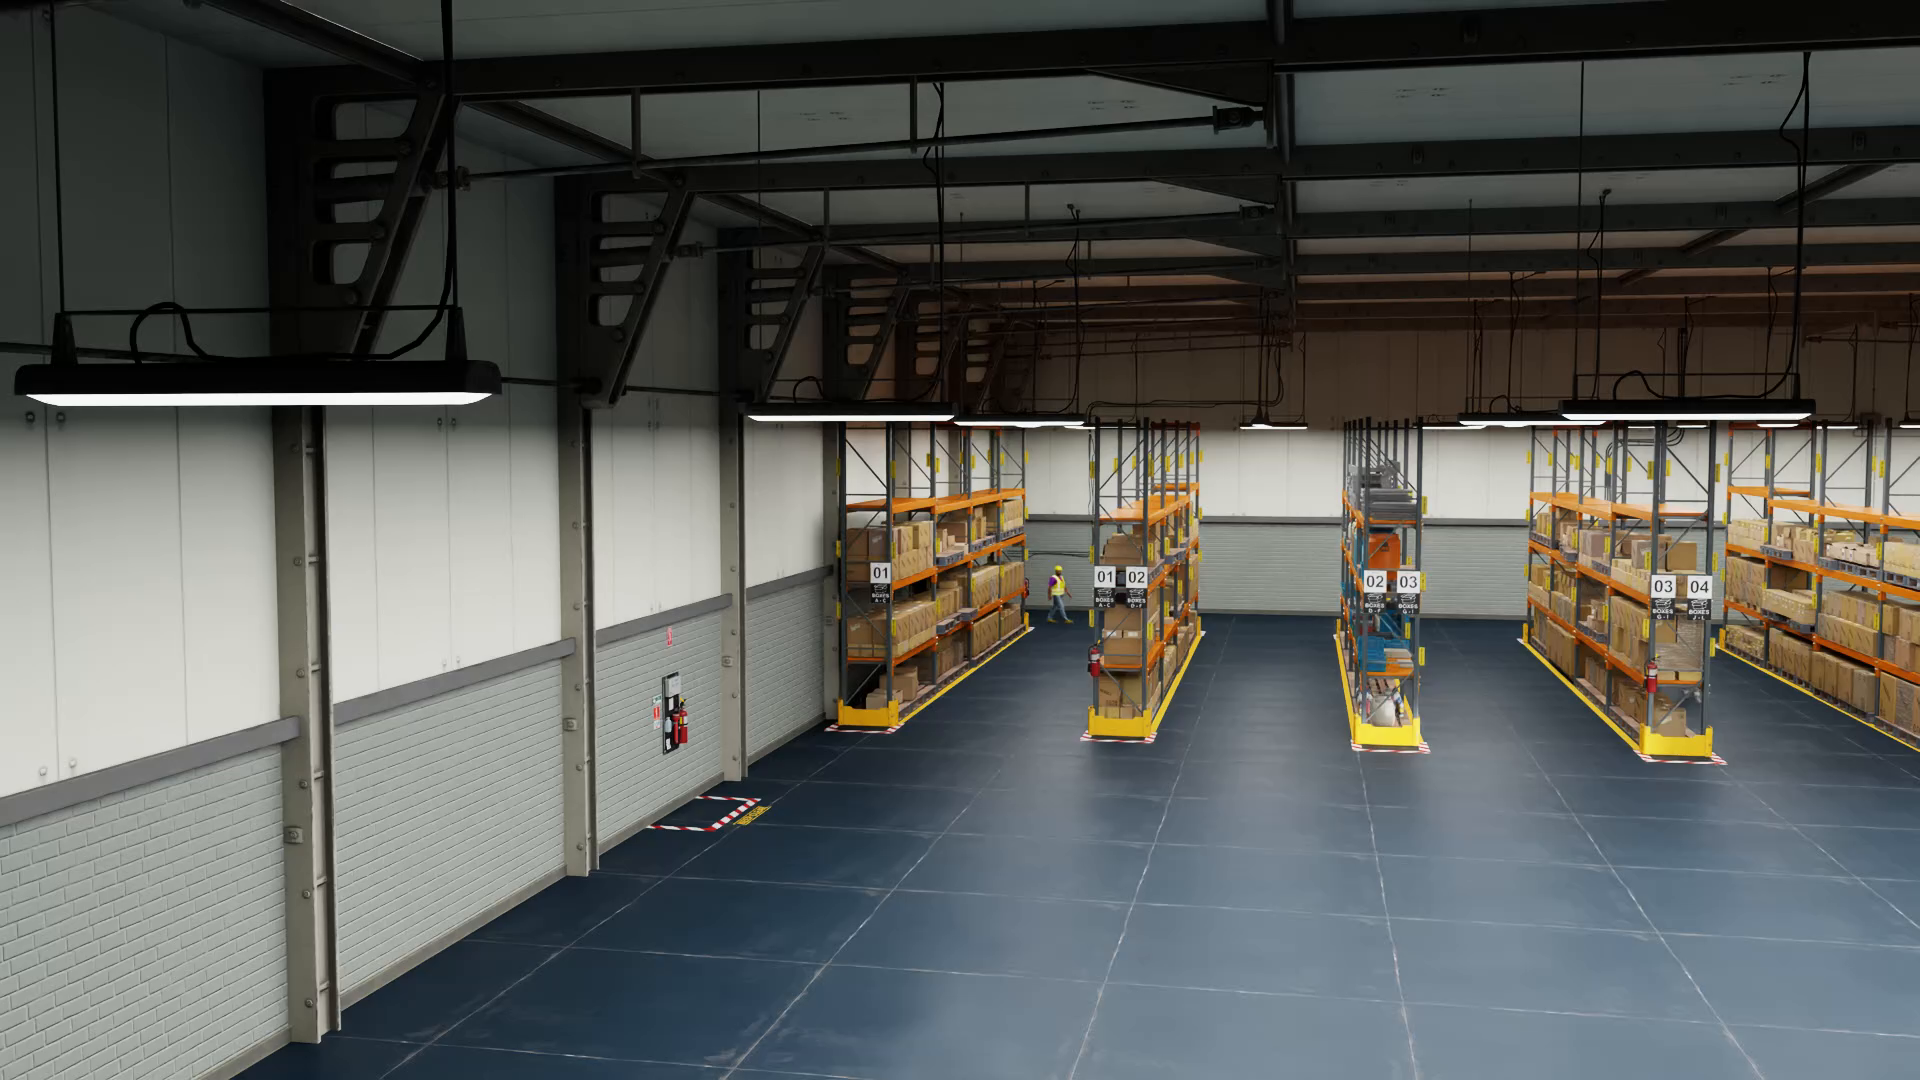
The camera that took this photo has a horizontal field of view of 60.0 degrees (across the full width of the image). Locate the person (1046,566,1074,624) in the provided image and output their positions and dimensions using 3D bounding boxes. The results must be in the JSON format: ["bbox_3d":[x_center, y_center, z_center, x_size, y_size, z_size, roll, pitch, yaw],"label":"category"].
[{"bbox_3d":[3.006,1.630,49.508,1.028,1.709,0.581,2,4,34],"label":"person"}]

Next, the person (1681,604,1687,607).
[{"bbox_3d":[19.100,2.065,43.550,0.428,1.619,1.044,1,4,15],"label":"person"}]

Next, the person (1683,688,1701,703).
[{"bbox_3d":[15.535,2.525,35.377,0.544,1.747,0.900,2,4,24],"label":"person"}]
